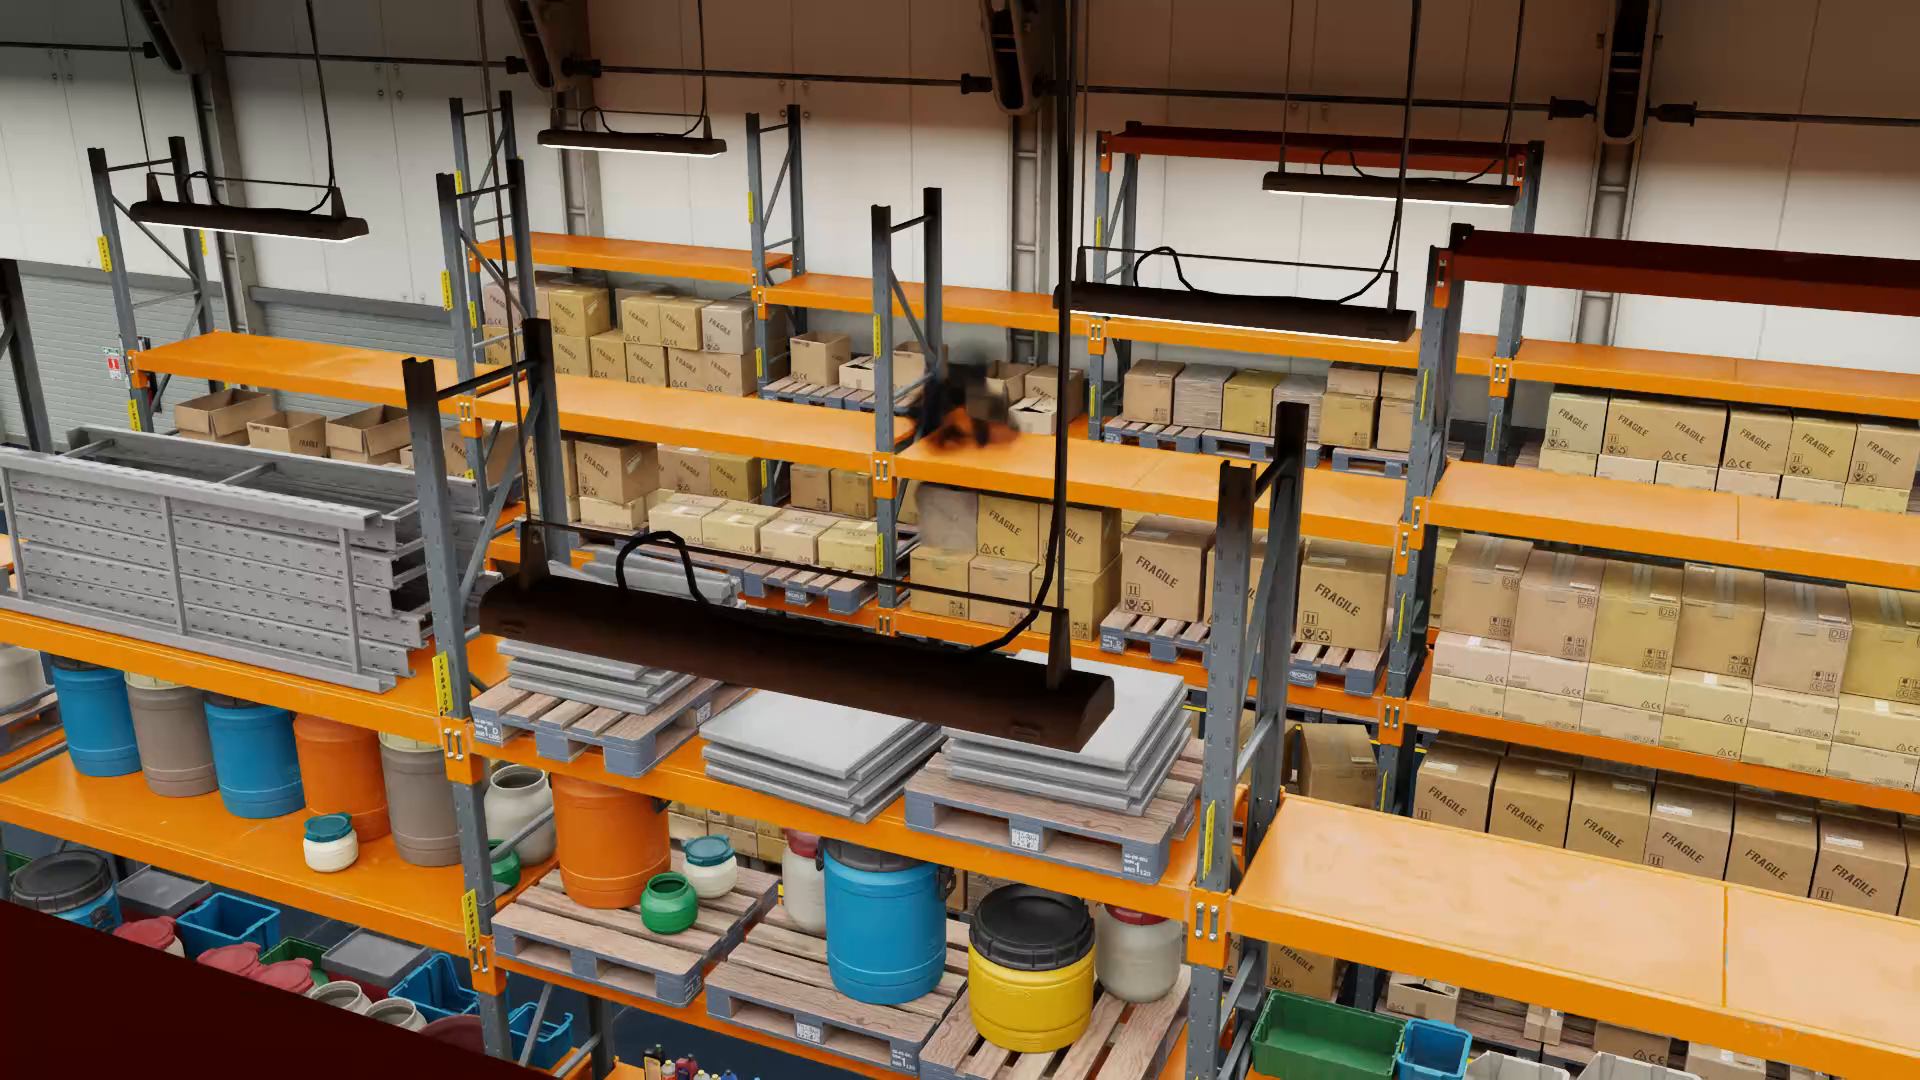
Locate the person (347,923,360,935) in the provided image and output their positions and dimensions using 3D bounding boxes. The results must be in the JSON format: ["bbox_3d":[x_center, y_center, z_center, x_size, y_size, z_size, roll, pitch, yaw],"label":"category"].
[{"bbox_3d":[-4.557,2.843,13.092,0.555,1.317,0.527,5,21,12],"label":"person"}]
